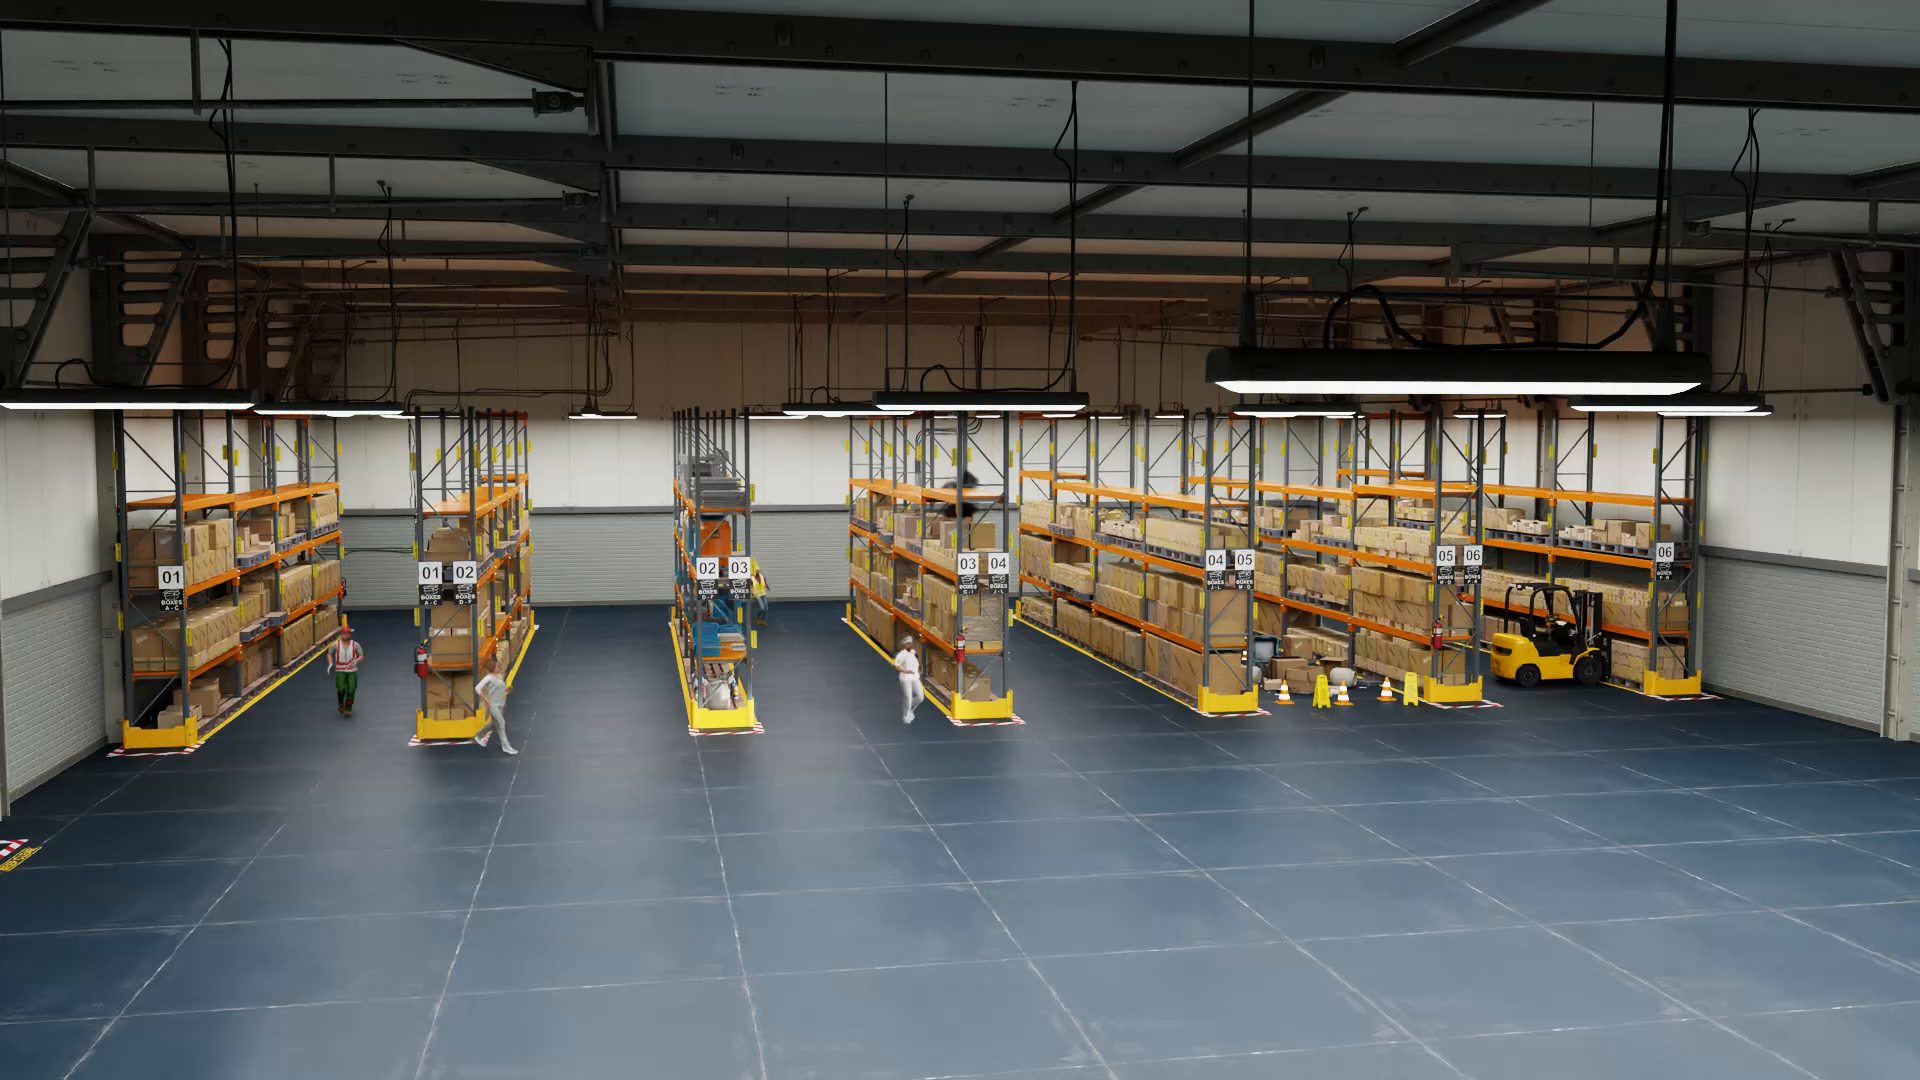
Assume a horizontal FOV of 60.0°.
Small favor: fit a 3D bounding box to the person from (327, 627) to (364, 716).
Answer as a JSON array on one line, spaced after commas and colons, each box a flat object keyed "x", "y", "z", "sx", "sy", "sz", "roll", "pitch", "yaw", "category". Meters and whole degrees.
[{"x": -11.880, "y": 2.550, "z": 32.174, "sx": 0.664, "sy": 1.739, "sz": 0.603, "roll": -2, "pitch": 4, "yaw": -24, "category": "person"}]

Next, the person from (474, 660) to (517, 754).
[{"x": -8.027, "y": 2.864, "z": 28.676, "sx": 0.890, "sy": 1.589, "sz": 0.534, "roll": 1, "pitch": 4, "yaw": 16, "category": "person"}]

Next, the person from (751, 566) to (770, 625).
[{"x": -5.623, "y": 1.565, "z": 46.540, "sx": 0.701, "sy": 1.688, "sz": 0.563, "roll": -4, "pitch": 5, "yaw": -41, "category": "person"}]

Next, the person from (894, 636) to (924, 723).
[{"x": -0.937, "y": 2.642, "z": 31.477, "sx": 0.641, "sy": 1.659, "sz": 0.532, "roll": -3, "pitch": 5, "yaw": -38, "category": "person"}]
